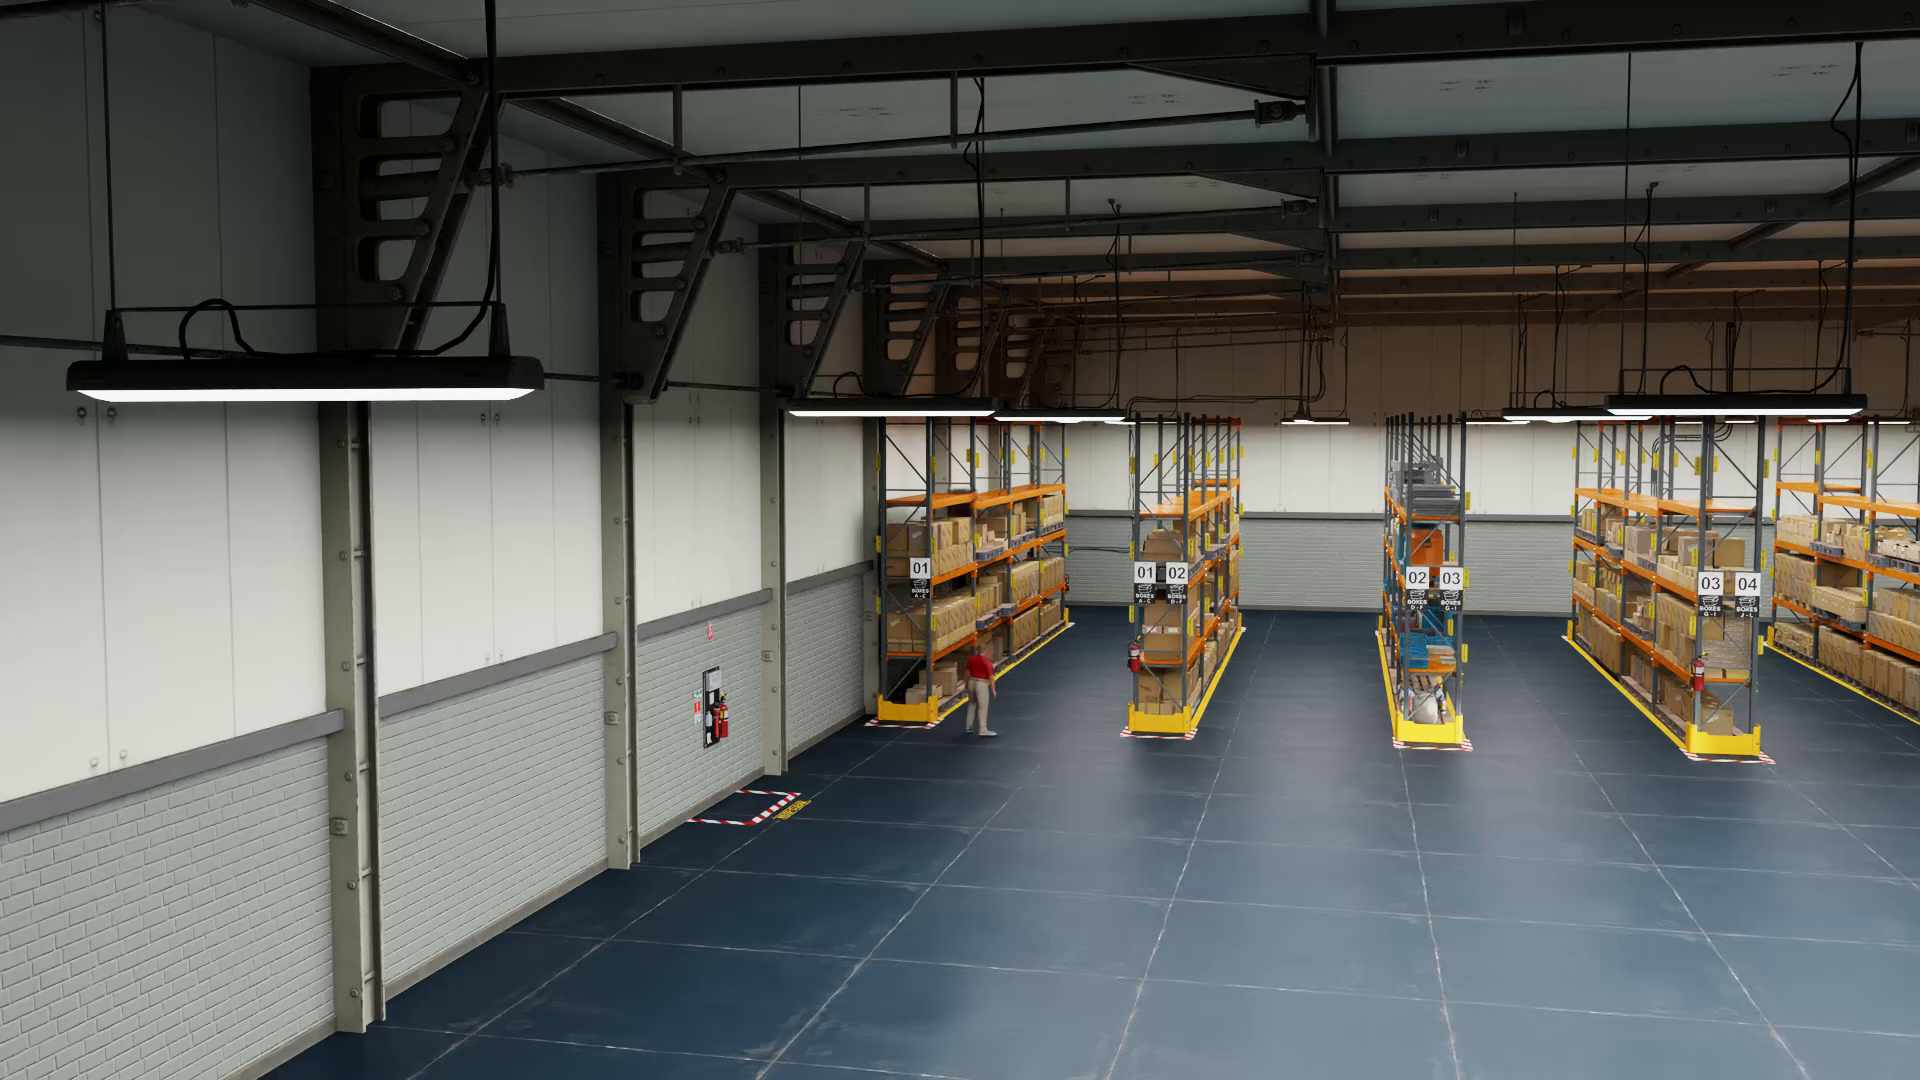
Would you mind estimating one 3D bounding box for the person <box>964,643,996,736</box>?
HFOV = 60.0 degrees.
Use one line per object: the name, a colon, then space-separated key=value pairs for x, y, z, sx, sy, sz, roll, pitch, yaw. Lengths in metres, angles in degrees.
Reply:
person: x=0.366 y=2.832 z=31.018 sx=0.667 sy=1.692 sz=0.397 roll=4 pitch=5 yaw=42
